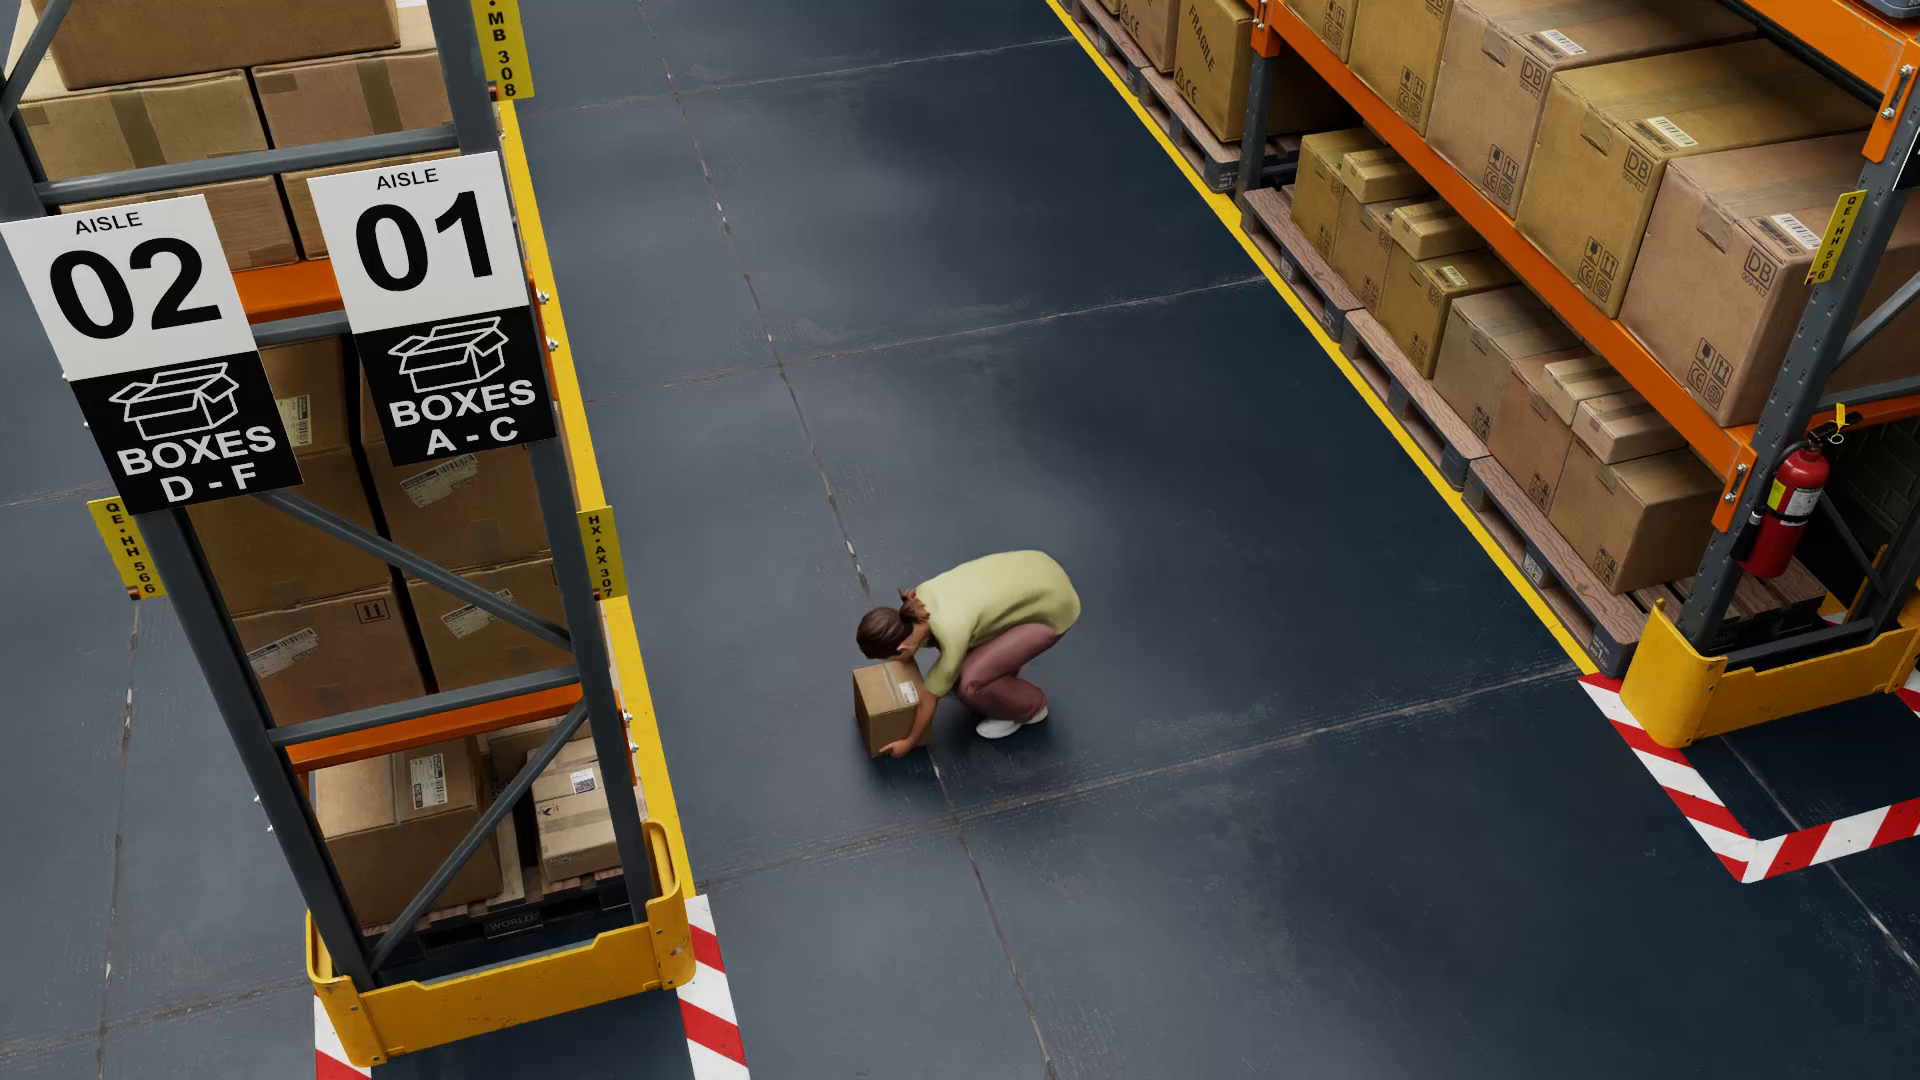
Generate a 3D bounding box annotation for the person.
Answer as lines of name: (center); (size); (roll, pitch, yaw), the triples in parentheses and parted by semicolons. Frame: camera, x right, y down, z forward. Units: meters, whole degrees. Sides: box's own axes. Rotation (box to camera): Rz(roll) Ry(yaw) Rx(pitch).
person: (0.030, 0.424, 6.403); (0.867, 0.754, 0.455); (-13, 44, -14)
